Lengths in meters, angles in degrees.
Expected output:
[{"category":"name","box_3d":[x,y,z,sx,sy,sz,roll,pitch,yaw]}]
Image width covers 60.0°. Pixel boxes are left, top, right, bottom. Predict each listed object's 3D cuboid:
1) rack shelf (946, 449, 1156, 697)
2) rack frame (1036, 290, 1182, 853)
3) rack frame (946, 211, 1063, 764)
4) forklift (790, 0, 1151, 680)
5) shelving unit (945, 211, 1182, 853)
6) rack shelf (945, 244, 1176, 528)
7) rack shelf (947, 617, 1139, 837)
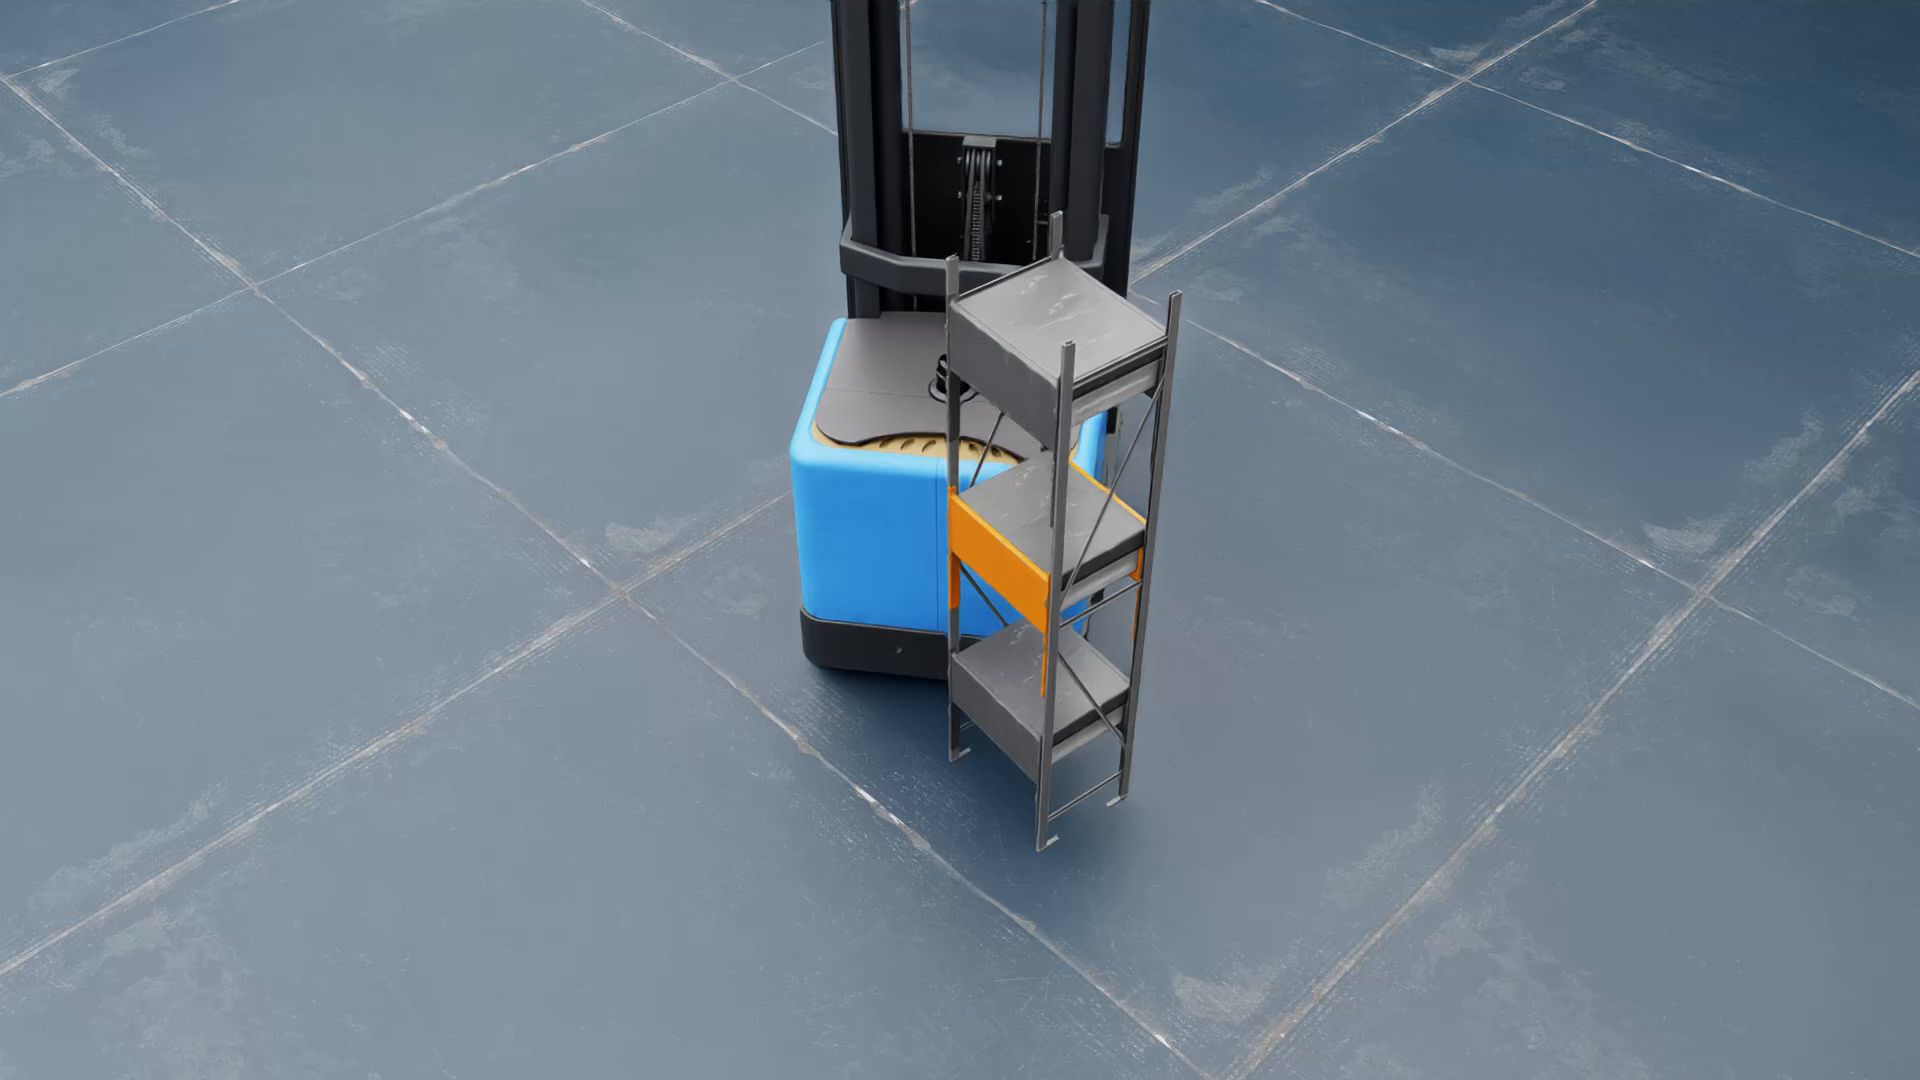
[{"category":"rack shelf","box_3d":[0.272,0.077,5.140,0.431,0.518,0.480,-27,49,-26]},{"category":"rack frame","box_3d":[0.420,0.199,4.988,0.400,2.100,0.015,-27,49,-26]},{"category":"rack frame","box_3d":[0.125,-0.065,5.273,0.400,2.100,0.015,-27,49,-26]},{"category":"forklift","box_3d":[0.138,-1.530,6.246,1.130,2.935,3.031,6,43,6]},{"category":"shelving unit","box_3d":[0.272,0.067,5.131,0.431,2.100,0.503,-27,49,-26]},{"category":"rack shelf","box_3d":[0.272,-0.437,4.665,0.431,0.518,0.480,-27,49,-26]},{"category":"rack shelf","box_3d":[0.272,0.591,5.615,0.431,0.518,0.480,-27,49,-26]}]
